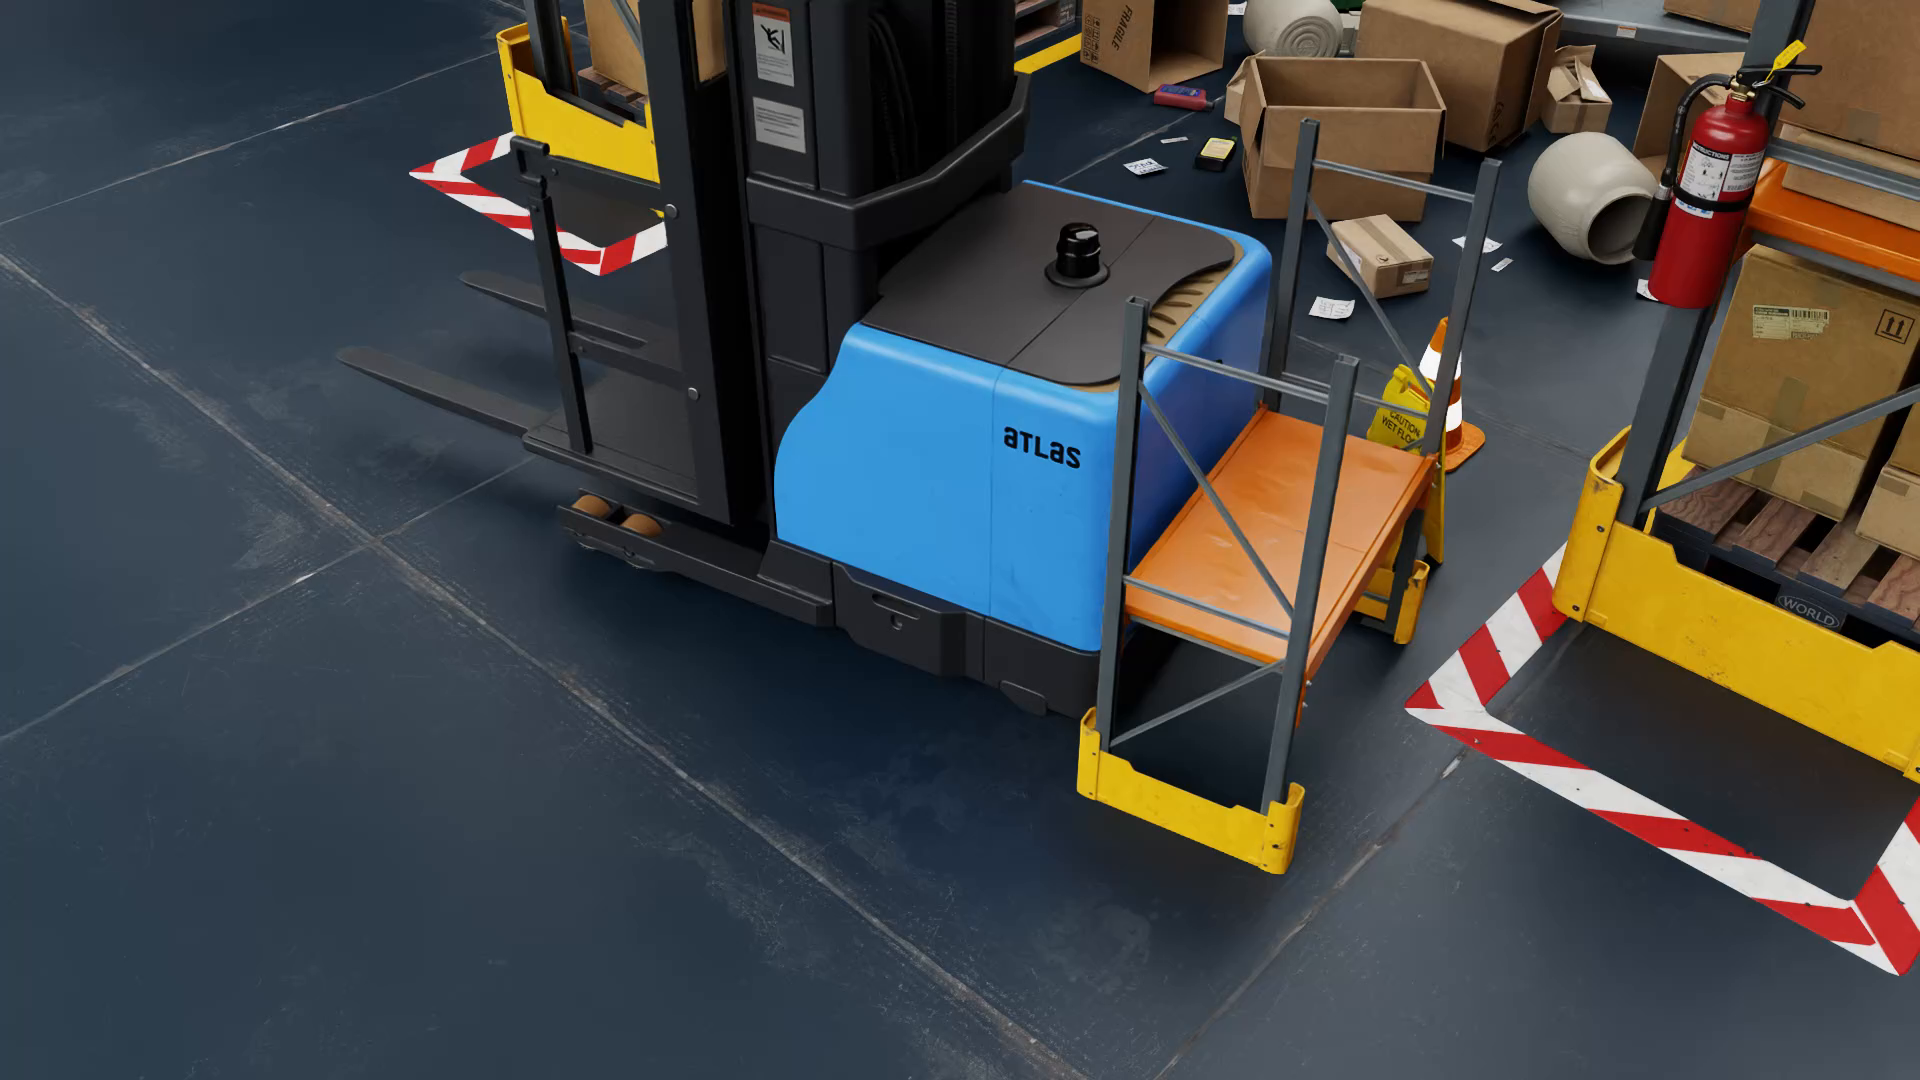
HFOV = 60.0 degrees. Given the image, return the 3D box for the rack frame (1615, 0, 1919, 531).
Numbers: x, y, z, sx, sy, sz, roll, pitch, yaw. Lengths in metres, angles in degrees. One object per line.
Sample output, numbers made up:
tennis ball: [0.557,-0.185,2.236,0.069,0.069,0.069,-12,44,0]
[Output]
rack frame: [2.253,-0.781,3.822,1.000,3.000,0.127,30,47,32]

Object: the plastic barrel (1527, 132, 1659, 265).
plastic barrel: [2.529,-1.357,6.616,0.421,0.421,0.512,-5,39,-6]

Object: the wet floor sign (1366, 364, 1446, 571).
wet floor sign: [1.335,-0.221,5.010,0.232,0.644,0.267,-18,42,-21]

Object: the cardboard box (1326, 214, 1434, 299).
cardboard box: [1.646,-1.115,6.532,0.250,0.149,0.380,-11,40,-14]

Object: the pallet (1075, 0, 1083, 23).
pallet: [0.659,-3.242,9.158,1.003,0.211,1.213,30,47,32]

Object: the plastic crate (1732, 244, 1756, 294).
plastic crate: [3.287,-1.099,6.567,0.402,0.080,0.583,14,41,17]

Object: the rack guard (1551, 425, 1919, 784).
rack guard: [2.304,0.163,4.643,1.175,0.500,0.348,30,47,32]

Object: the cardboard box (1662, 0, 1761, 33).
cardboard box: [3.617,-2.670,7.598,0.500,0.500,0.500,30,47,32]

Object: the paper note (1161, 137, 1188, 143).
paper note: [0.969,-1.808,7.516,0.123,0.001,0.032,-11,40,-14]

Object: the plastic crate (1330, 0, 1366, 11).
plastic crate: [2.079,-2.942,8.753,0.662,0.188,0.450,-11,30,-14]

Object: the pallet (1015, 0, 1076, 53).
pallet: [-0.164,-2.679,8.450,1.003,0.211,1.213,30,47,32]

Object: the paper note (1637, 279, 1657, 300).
paper note: [2.704,-0.973,6.449,0.142,0.019,0.148,14,41,17]

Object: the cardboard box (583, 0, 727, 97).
cardboard box: [-1.060,-2.485,7.334,0.875,0.875,0.875,30,47,32]

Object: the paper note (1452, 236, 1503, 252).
paper note: [2.105,-1.211,6.758,0.142,0.019,0.148,-18,42,-21]

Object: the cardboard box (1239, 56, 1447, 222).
cardboard box: [1.569,-1.673,6.950,0.797,0.503,0.637,2,39,2]

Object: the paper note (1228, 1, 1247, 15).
paper note: [1.444,-2.799,8.745,0.147,0.020,0.142,2,39,2]

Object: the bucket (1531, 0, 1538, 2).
bucket: [2.839,-2.933,7.938,0.620,0.611,0.726,-10,38,-28]

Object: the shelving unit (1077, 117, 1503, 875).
shelving unit: [0.826,-0.120,4.196,0.587,1.500,1.083,20,43,23]

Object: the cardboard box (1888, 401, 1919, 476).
cardboard box: [3.017,-0.428,4.647,0.500,0.500,0.500,28,46,31]

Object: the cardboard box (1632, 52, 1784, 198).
cardboard box: [3.224,-1.720,7.009,0.500,0.500,0.500,-5,39,-6]

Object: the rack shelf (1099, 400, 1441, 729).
rack shelf: [0.822,0.026,4.302,0.538,0.185,1.000,20,43,23]

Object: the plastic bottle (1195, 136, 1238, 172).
plastic bottle: [1.142,-1.723,7.368,0.133,0.061,0.283,14,41,17]

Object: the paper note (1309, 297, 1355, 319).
paper note: [1.421,-0.889,6.343,0.148,0.019,0.142,14,41,17]

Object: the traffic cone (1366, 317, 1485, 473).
traffic cone: [1.591,-0.527,5.541,0.336,0.463,0.334,30,47,32]

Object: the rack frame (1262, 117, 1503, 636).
rack frame: [1.075,-0.389,4.535,0.500,1.500,0.032,20,43,23]

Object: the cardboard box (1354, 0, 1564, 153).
cardboard box: [2.194,-2.160,7.453,0.797,0.637,0.503,30,47,32]

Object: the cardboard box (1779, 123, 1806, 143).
cardboard box: [2.436,-1.107,4.434,0.380,0.149,0.250,29,47,31]

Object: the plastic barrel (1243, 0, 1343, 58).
plastic barrel: [1.596,-2.477,8.024,0.421,0.421,0.512,-5,39,-6]

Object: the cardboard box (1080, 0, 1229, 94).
cardboard box: [0.940,-2.529,8.027,0.500,0.500,0.500,-26,45,-29]

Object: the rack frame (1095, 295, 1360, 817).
rack frame: [0.568,0.159,3.845,0.500,1.500,0.032,20,43,23]

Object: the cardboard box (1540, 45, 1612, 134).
cardboard box: [2.818,-2.075,7.646,0.258,0.266,0.396,2,39,2]

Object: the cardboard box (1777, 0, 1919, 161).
cardboard box: [2.416,-1.301,4.157,0.500,0.500,0.500,29,47,31]

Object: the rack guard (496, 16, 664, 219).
rack guard: [-1.485,-1.823,7.141,1.175,0.500,0.348,30,47,32]

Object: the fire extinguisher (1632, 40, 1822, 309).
fire extinguisher: [1.835,-0.891,4.023,0.296,0.674,0.183,30,47,32]

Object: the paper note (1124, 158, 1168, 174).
paper note: [0.814,-1.638,7.287,0.142,0.017,0.144,-18,42,-21]

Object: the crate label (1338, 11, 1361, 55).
crate label: [1.961,-2.550,8.347,0.298,0.136,0.250,2,39,2]

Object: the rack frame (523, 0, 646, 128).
rack frame: [-1.469,-2.813,6.377,1.000,3.000,0.127,30,47,32]

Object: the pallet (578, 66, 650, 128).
pallet: [-0.987,-2.121,7.748,1.003,0.211,1.213,30,47,32]

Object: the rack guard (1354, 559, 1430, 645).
rack guard: [1.075,0.101,4.923,0.587,0.250,0.087,20,43,23]

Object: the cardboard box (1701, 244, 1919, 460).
cardboard box: [2.601,-0.640,4.914,0.500,0.500,0.500,30,47,32]

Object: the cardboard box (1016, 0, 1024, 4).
cardboard box: [0.148,-3.308,8.369,0.875,0.875,0.875,30,47,32]

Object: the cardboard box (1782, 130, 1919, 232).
cardboard box: [2.347,-0.944,4.229,0.380,0.149,0.250,31,48,33]

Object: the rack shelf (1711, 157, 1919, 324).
rack shelf: [3.602,-1.418,5.201,1.077,0.370,4.000,30,47,32]

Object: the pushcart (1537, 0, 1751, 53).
pushcart: [3.235,-2.526,8.124,1.648,0.377,0.936,14,41,17]

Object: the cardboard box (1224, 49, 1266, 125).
cardboard box: [1.429,-2.017,7.573,0.258,0.266,0.396,-26,45,-29]

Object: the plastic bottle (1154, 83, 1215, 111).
plastic bottle: [1.065,-2.075,7.811,0.283,0.061,0.133,14,41,17]

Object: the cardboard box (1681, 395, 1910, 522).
cardboard box: [2.616,-0.364,5.170,0.500,0.250,0.500,29,47,32]

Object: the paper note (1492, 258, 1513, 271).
paper note: [2.160,-1.097,6.621,0.032,0.001,0.123,30,47,32]

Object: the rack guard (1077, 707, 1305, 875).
rack guard: [0.578,0.638,4.247,0.587,0.250,0.087,20,43,23]

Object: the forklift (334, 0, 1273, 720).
forklift: [-0.663,-1.324,4.560,3.031,2.935,1.130,19,42,23]

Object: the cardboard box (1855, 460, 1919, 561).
cardboard box: [3.001,-0.123,4.867,0.500,0.250,0.500,29,47,32]

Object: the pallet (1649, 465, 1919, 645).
pallet: [2.878,-0.082,5.184,1.003,0.211,1.213,30,47,32]
